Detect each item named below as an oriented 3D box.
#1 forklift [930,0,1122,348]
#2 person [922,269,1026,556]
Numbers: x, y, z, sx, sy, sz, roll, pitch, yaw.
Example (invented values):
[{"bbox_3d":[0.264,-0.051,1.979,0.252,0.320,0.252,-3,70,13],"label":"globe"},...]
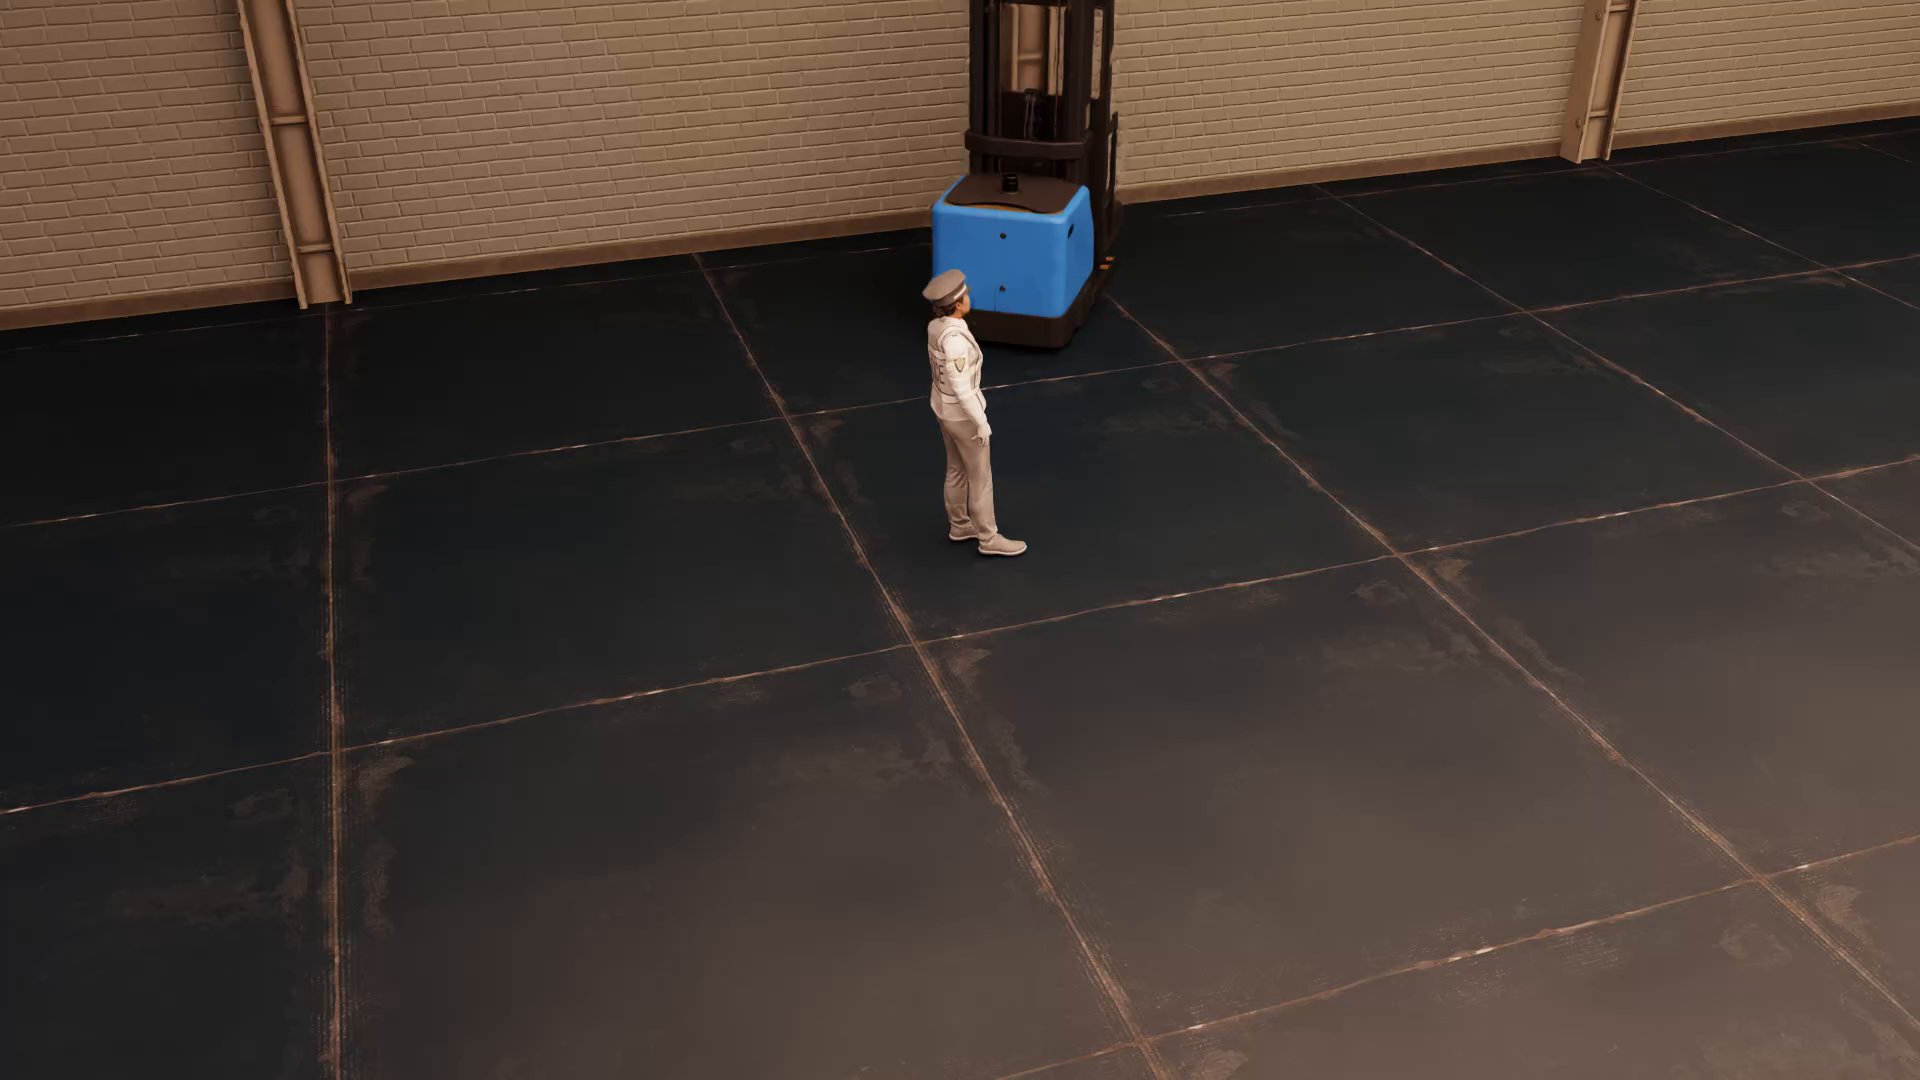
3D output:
[{"bbox_3d":[0.683,-3.417,13.026,1.130,2.935,3.031,8,31,14],"label":"forklift"},{"bbox_3d":[0.068,-0.748,9.613,0.530,1.694,0.586,-10,31,-16],"label":"person"}]
